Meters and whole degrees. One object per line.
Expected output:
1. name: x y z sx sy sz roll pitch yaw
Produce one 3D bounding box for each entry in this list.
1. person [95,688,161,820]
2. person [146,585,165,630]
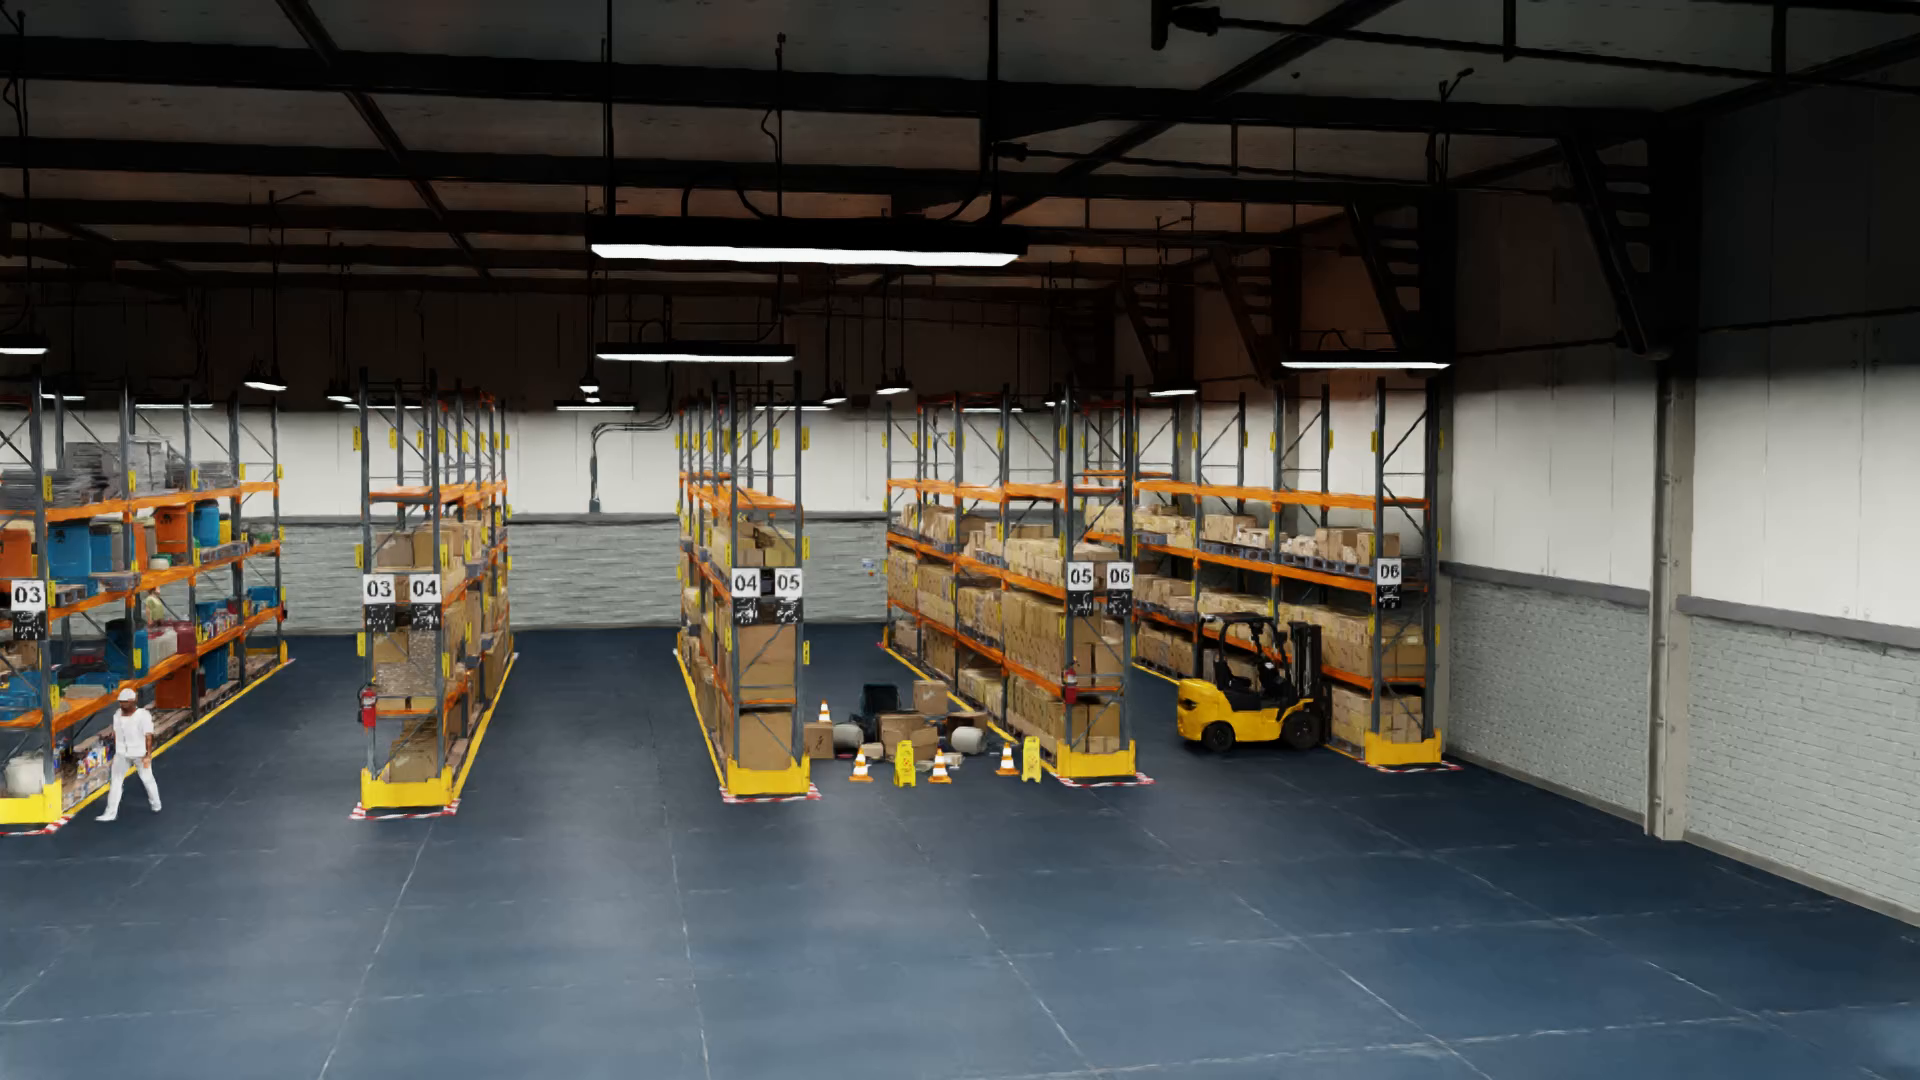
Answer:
1. person: -11.022 2.823 22.094 0.620 1.718 0.943 0 3 5
2. person: -18.802 1.840 38.965 0.562 1.661 0.690 2 4 24
